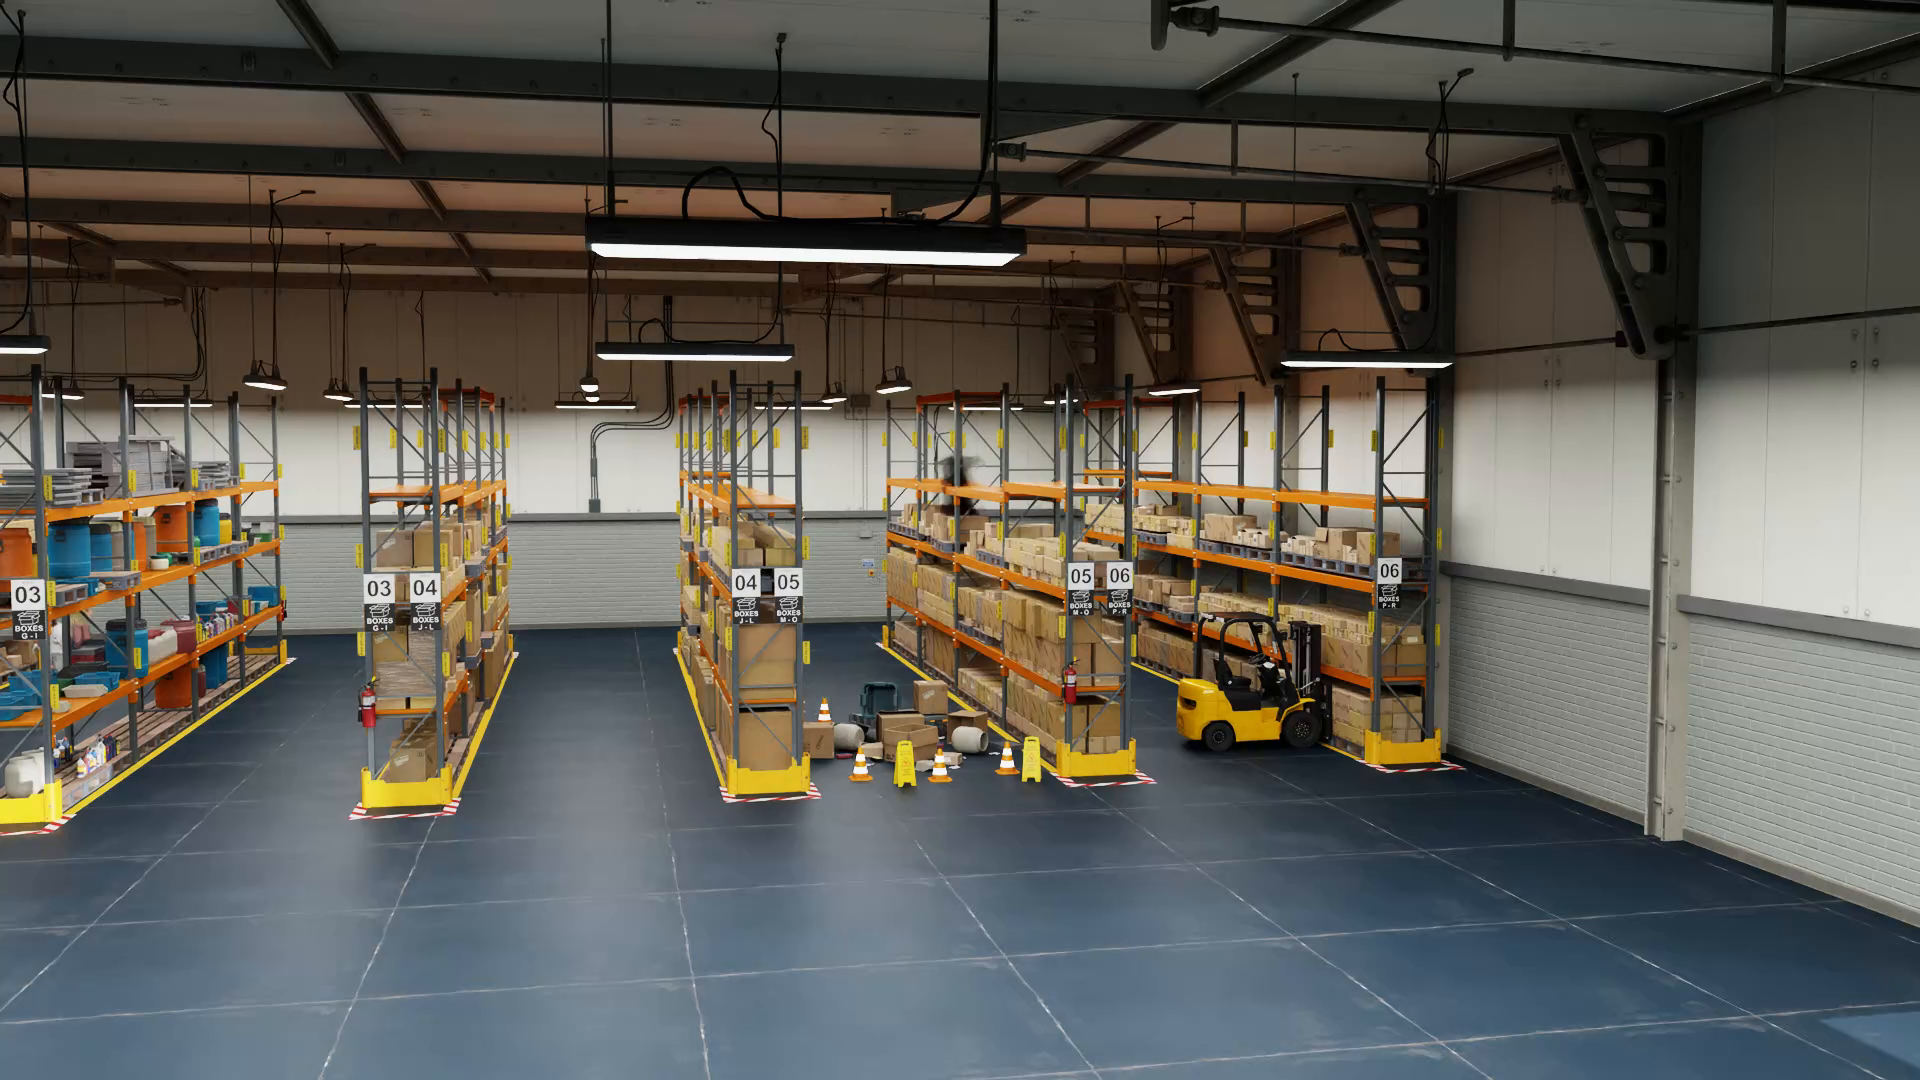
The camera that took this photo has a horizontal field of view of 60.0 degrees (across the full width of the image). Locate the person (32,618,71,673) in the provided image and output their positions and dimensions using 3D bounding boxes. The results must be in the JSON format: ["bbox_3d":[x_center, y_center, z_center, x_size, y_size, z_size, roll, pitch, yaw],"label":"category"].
[{"bbox_3d":[-17.502,2.206,32.030,0.682,1.793,0.710,-1,4,-21],"label":"person"}]

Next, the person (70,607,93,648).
[{"bbox_3d":[-20.061,1.940,37.920,0.562,1.619,0.582,-3,5,-42],"label":"person"}]
